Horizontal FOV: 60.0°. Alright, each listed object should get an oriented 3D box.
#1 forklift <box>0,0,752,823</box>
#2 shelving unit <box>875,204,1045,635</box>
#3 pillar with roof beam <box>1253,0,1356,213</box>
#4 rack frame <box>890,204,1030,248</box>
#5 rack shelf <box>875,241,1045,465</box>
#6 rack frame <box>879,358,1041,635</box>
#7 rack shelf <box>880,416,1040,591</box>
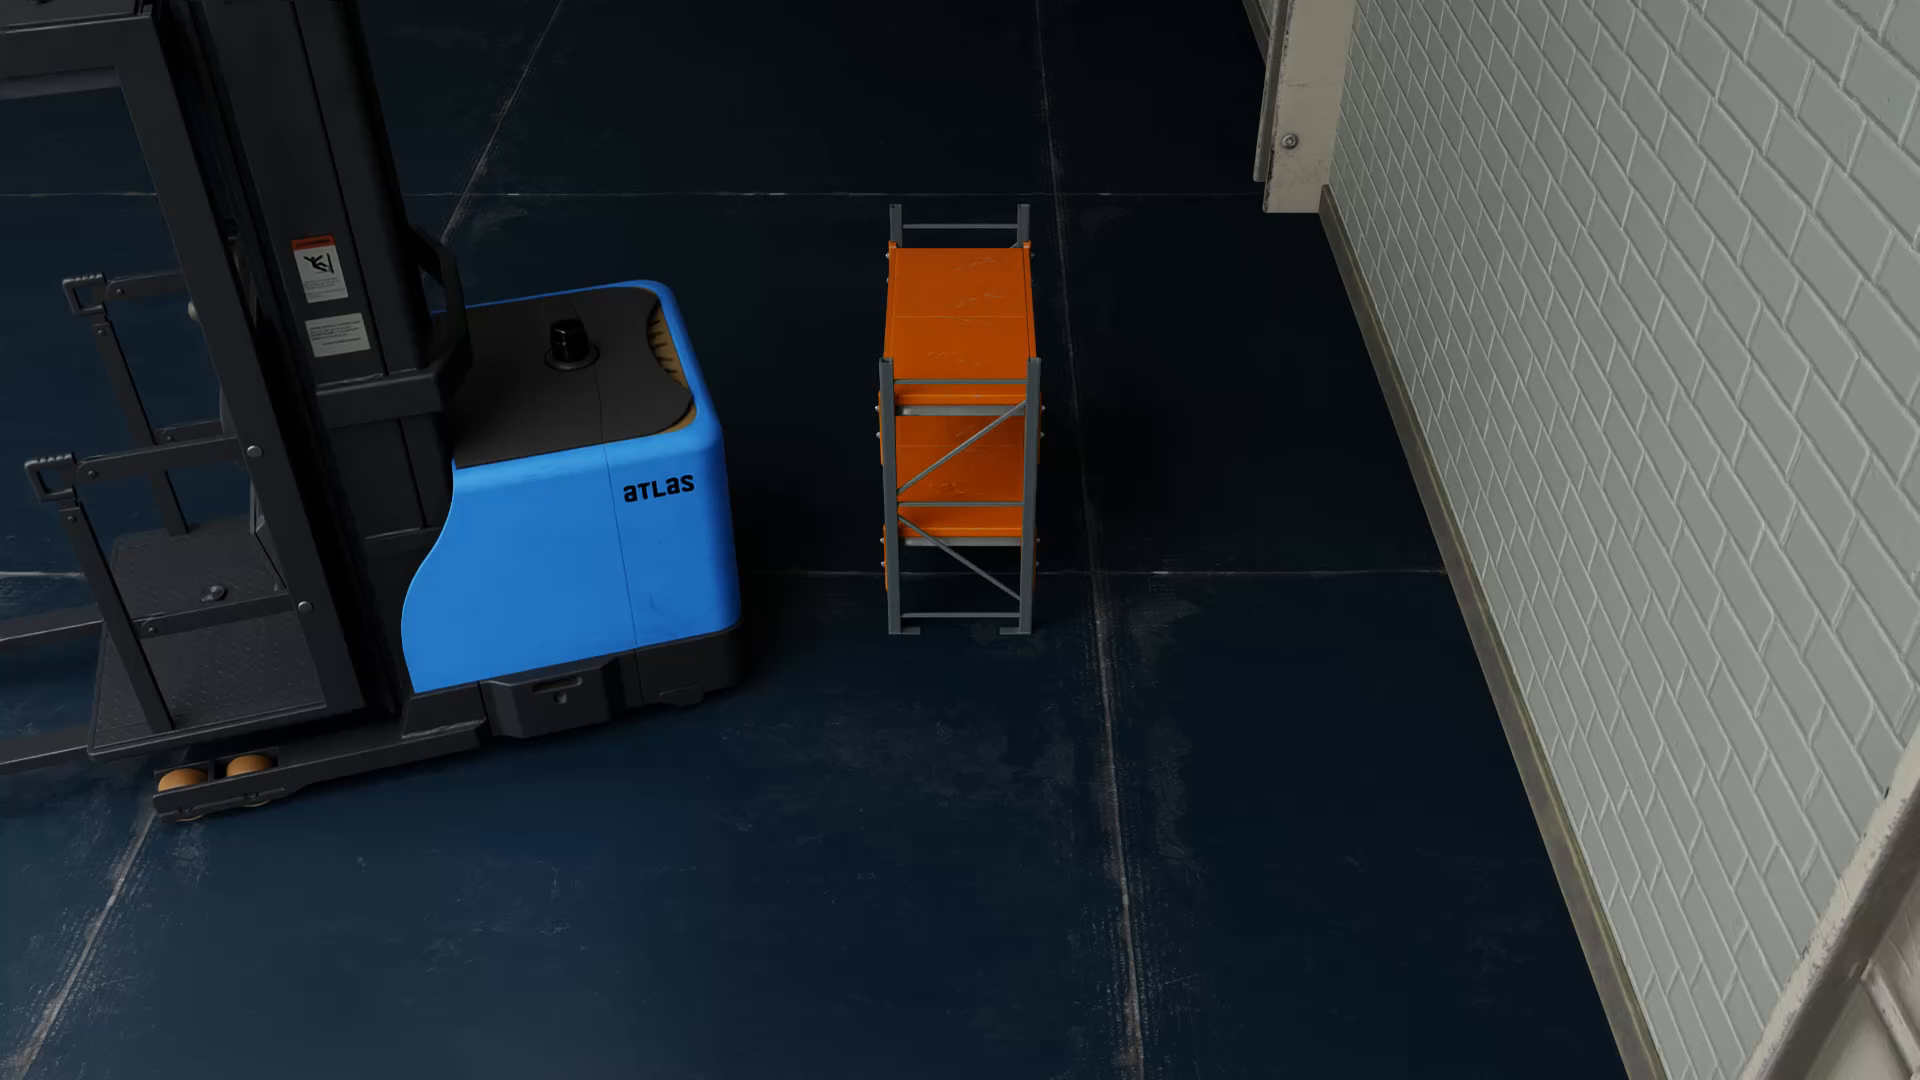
[{"bbox_3d":[-2.278,-0.643,4.709,3.031,2.935,1.130,-11,40,-14],"label":"forklift"},{"bbox_3d":[0.000,-0.435,5.893,0.538,1.125,1.048,0,39,0],"label":"shelving unit"},{"bbox_3d":[-2.637,-5.265,5.624,9.100,9.000,0.400,0,39,0],"label":"pillar with roof beam"},{"bbox_3d":[-0.001,-0.753,6.290,0.500,1.125,0.032,0,39,0],"label":"rack frame"},{"bbox_3d":[0.000,-0.663,5.710,0.538,0.278,1.000,0,39,0],"label":"rack shelf"},{"bbox_3d":[0.001,-0.117,5.496,0.500,1.125,0.032,0,39,0],"label":"rack frame"},{"bbox_3d":[0.000,-0.244,6.046,0.538,0.278,1.000,0,39,0],"label":"rack shelf"}]
